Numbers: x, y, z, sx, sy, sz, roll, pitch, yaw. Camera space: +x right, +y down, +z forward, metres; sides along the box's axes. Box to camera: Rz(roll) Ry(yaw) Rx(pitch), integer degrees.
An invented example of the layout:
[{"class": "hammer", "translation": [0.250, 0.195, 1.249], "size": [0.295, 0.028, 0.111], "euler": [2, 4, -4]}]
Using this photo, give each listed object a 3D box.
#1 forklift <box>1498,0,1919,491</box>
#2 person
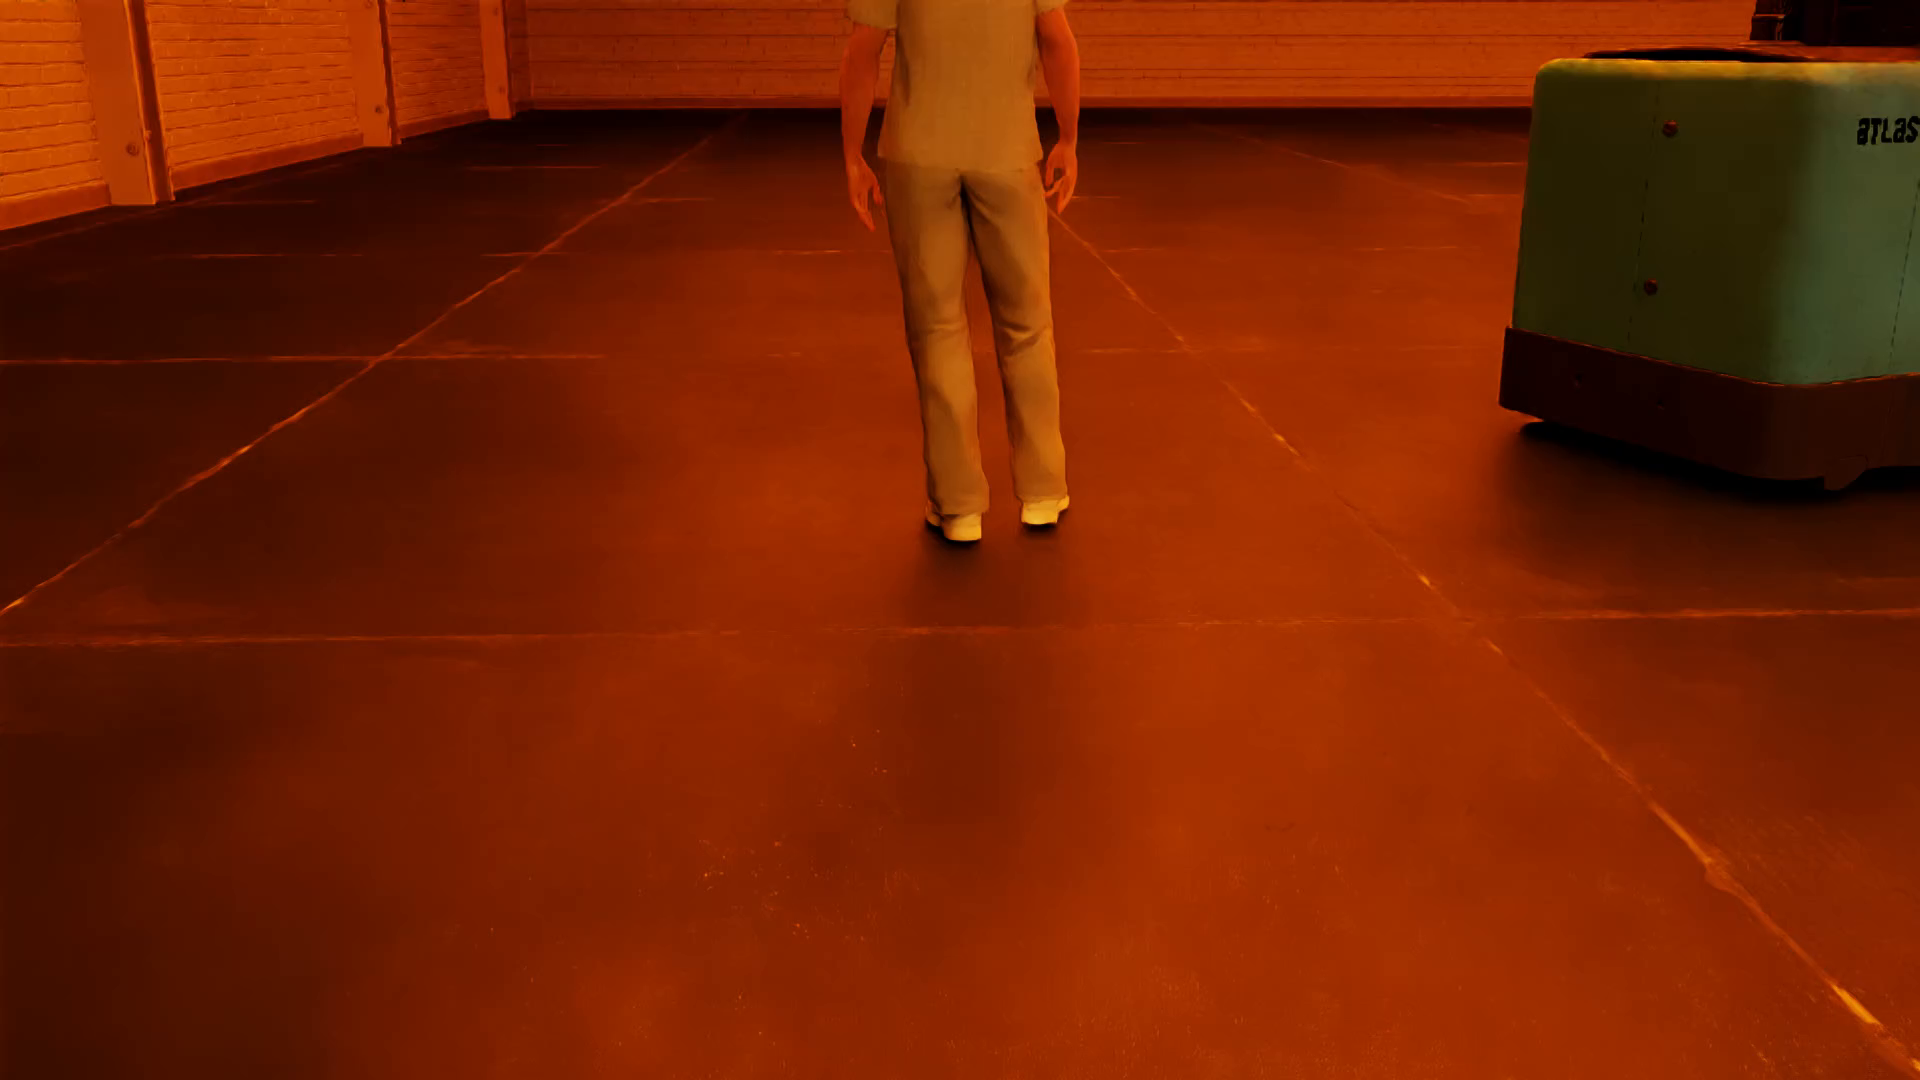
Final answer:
[{"class": "forklift", "translation": [3.181, -1.794, 4.772], "size": [3.031, 2.935, 1.130], "euler": [-8, 19, -23]}, {"class": "person", "translation": [0.009, -0.833, 3.753], "size": [0.550, 1.674, 0.524], "euler": [-1, 17, -3]}]
